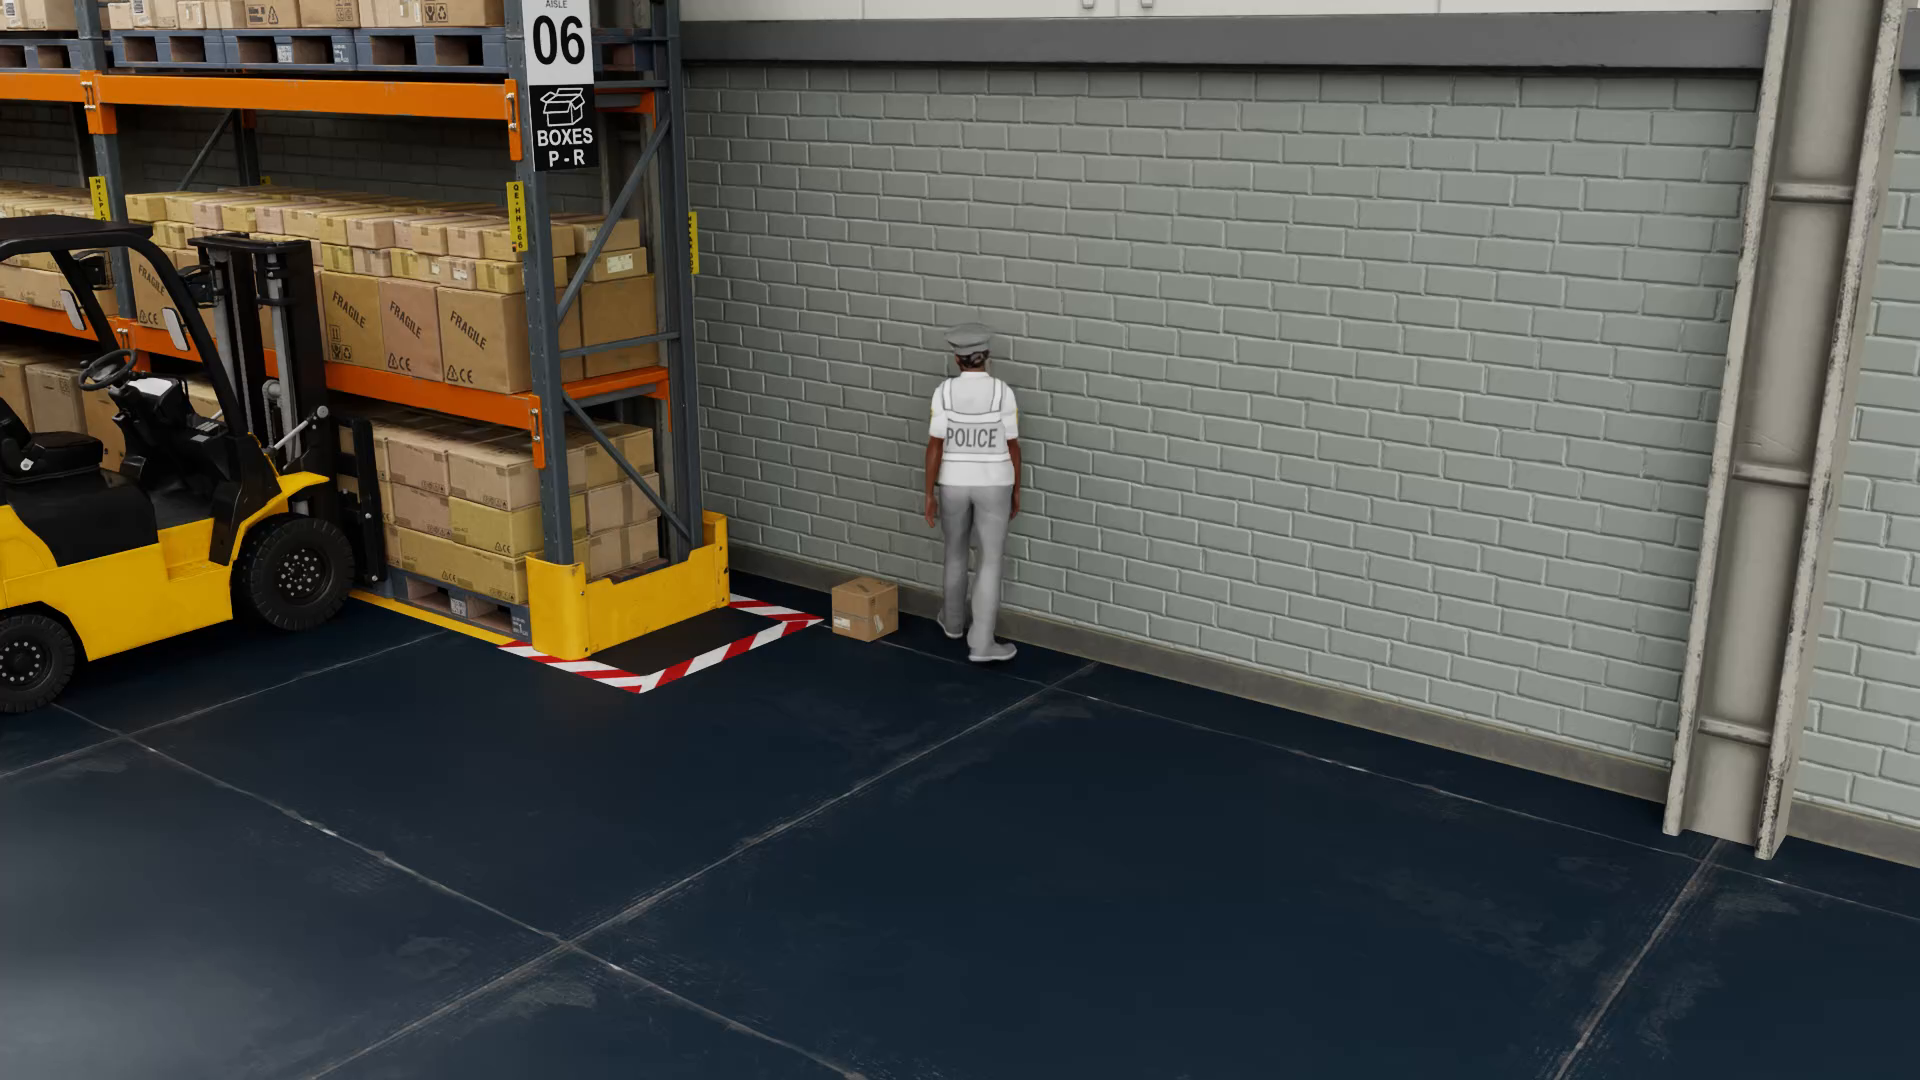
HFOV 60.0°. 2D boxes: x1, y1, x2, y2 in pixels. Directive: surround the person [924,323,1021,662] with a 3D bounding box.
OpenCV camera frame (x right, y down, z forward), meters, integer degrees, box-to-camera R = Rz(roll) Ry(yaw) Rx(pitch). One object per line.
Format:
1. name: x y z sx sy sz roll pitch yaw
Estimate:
1. person: 0.068 -0.252 8.329 0.503 1.651 0.667 4 17 12
